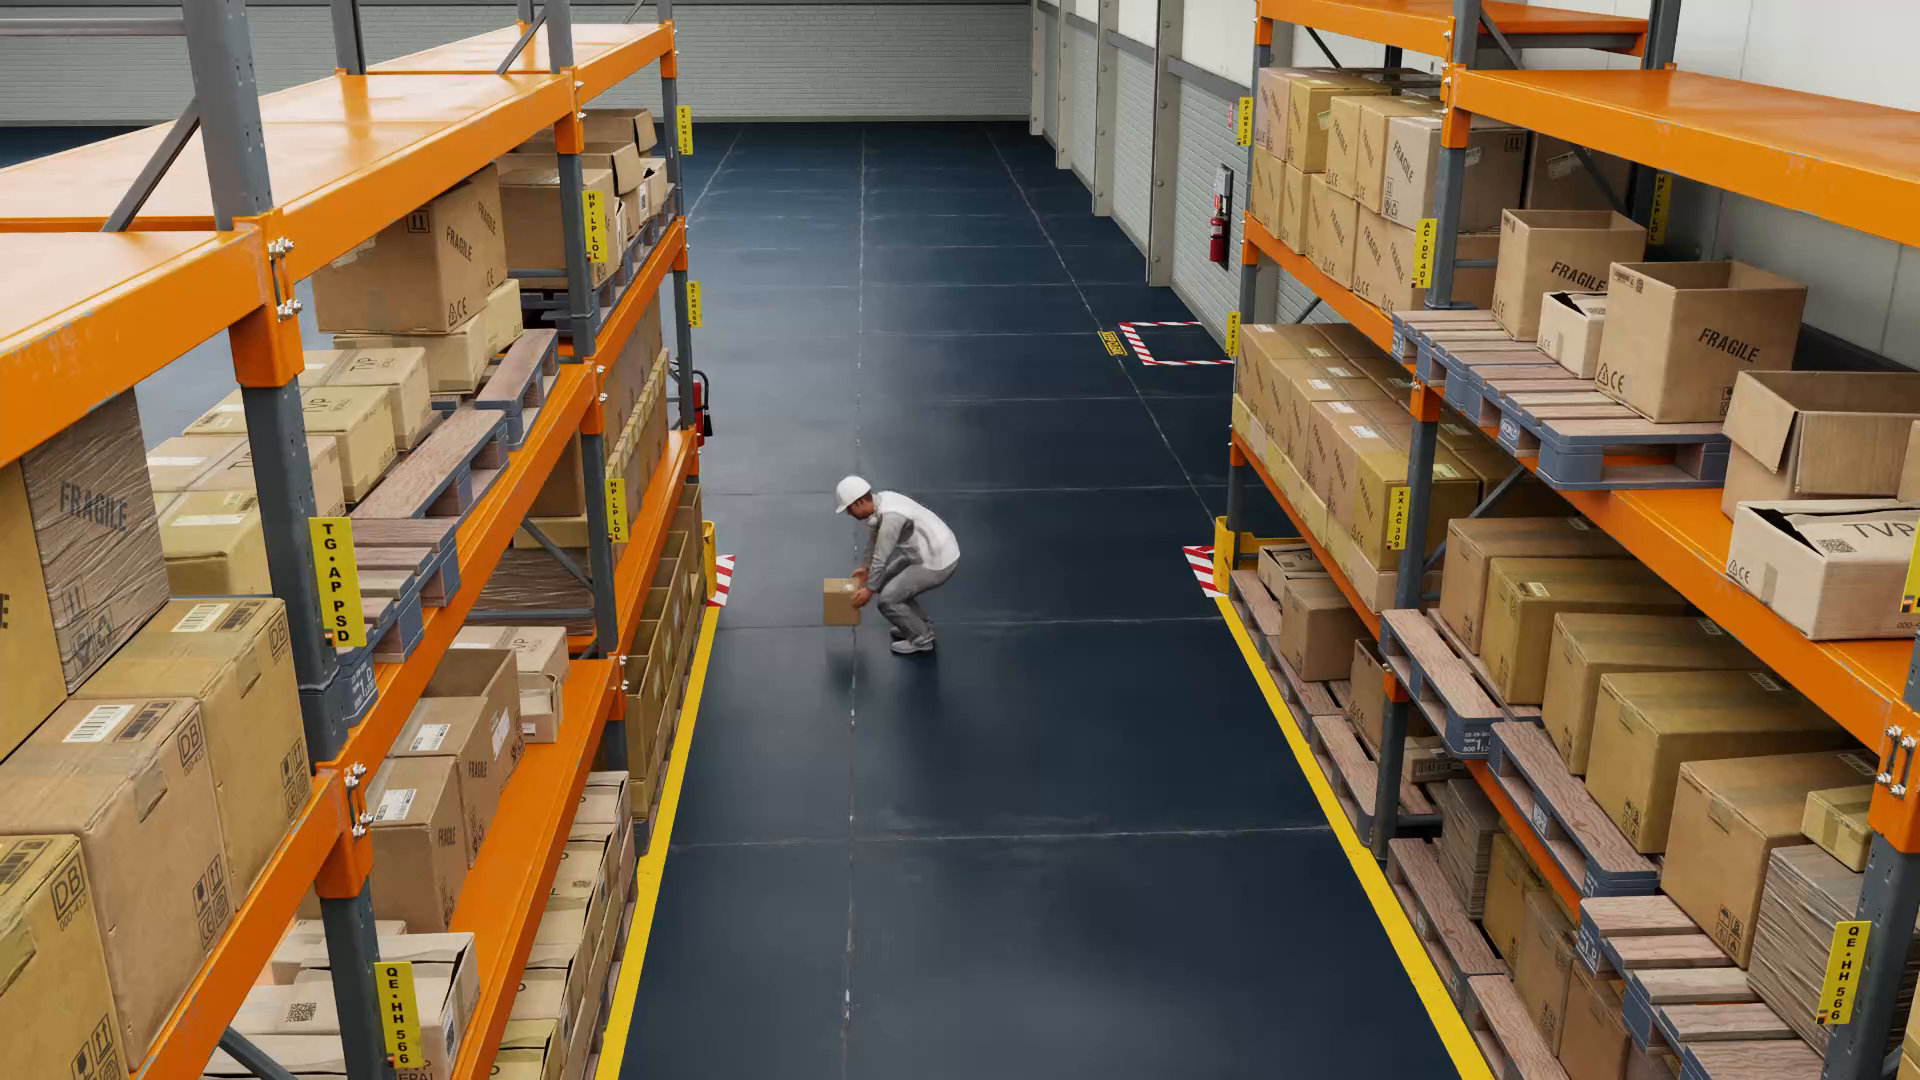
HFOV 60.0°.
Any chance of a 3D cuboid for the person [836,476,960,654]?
[{"bbox_3d":[-0.419,0.153,11.387,0.837,1.249,0.579,-1,20,-3],"label":"person"}]
